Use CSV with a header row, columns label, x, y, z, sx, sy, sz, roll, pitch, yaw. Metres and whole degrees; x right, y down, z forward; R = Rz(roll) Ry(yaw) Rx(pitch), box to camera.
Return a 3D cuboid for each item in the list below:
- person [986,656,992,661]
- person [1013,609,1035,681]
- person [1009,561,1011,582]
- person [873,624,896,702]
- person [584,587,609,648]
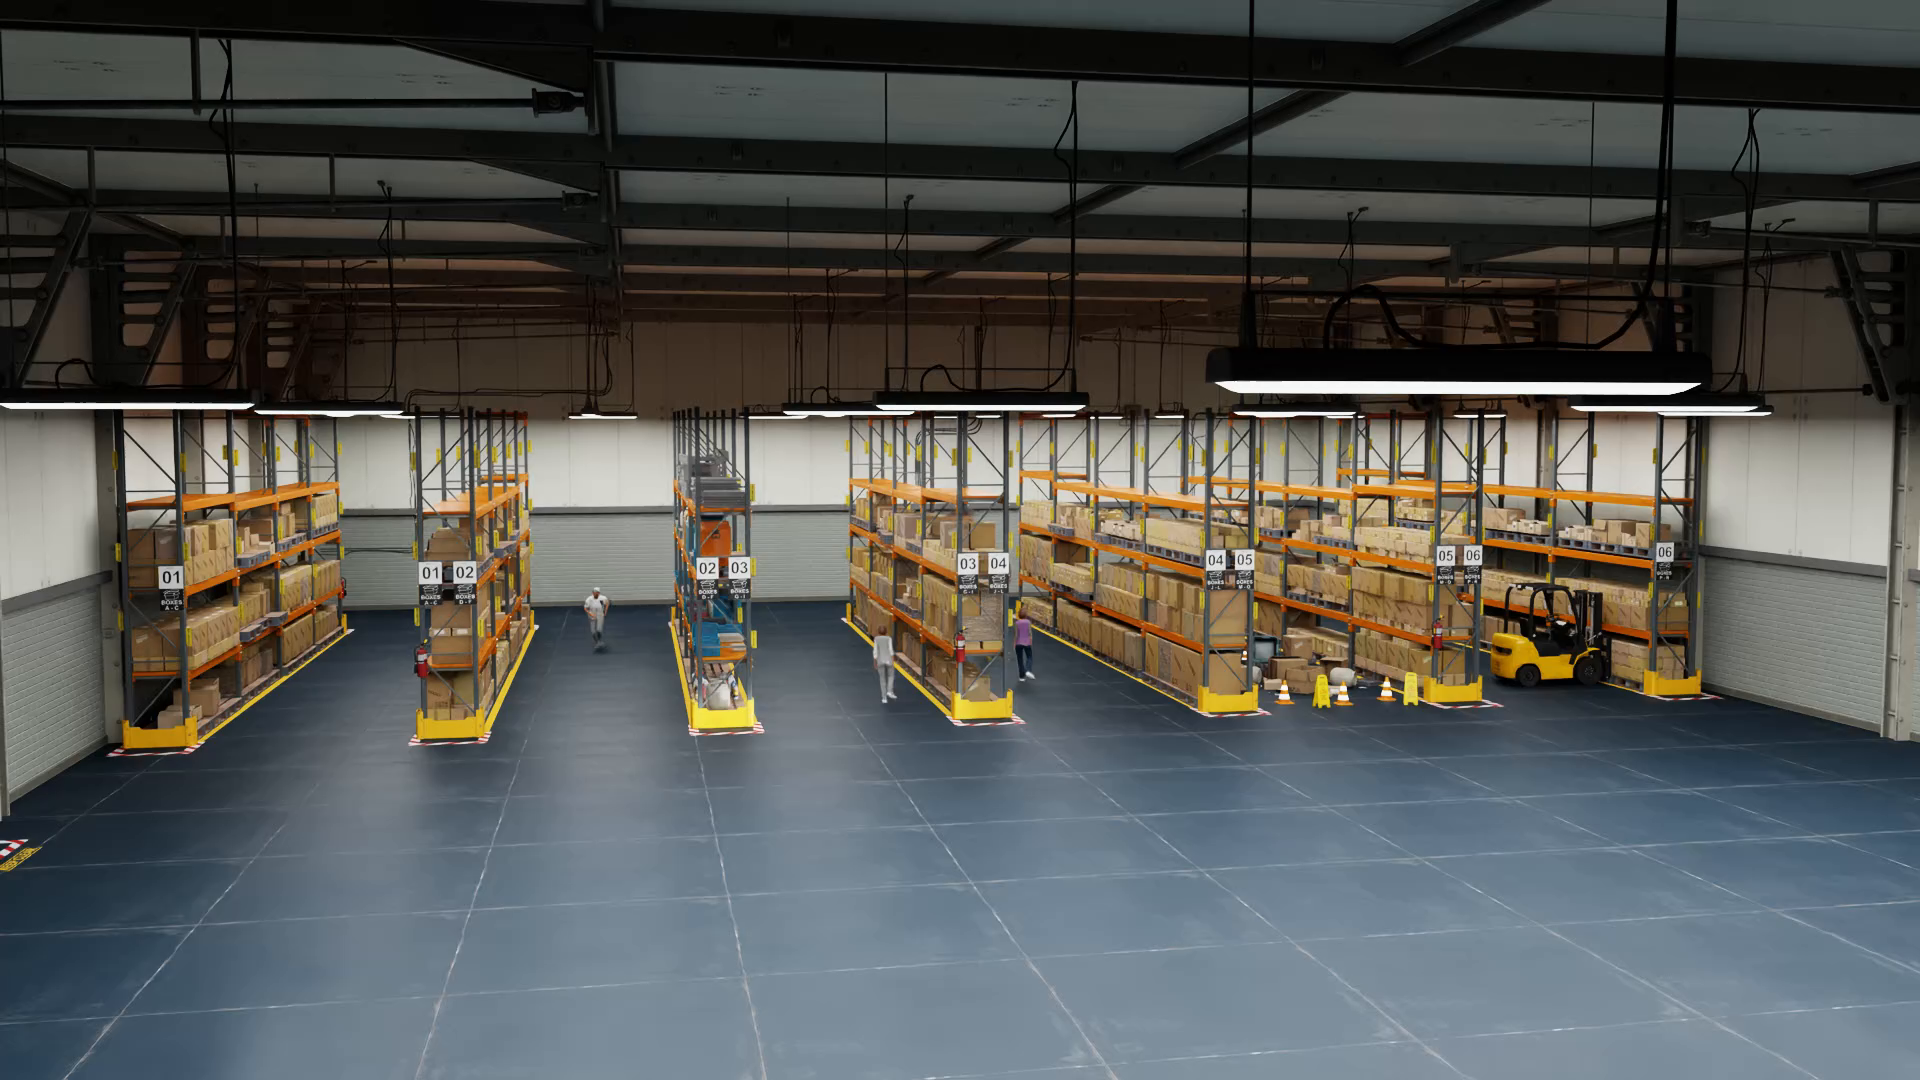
label,x,y,z,sx,sy,sz,roll,pitch,yaw
person,0.705,2.009,40.014,0.594,1.712,1.081,-1,4,-13
person,1.401,2.324,36.648,0.463,1.596,0.471,0,4,-6
person,1.315,1.193,51.816,0.550,1.674,1.064,1,4,16
person,-1.544,2.507,33.933,0.456,1.584,0.442,0,4,-4
person,-9.148,1.957,41.904,0.577,1.579,0.751,0,4,-2
